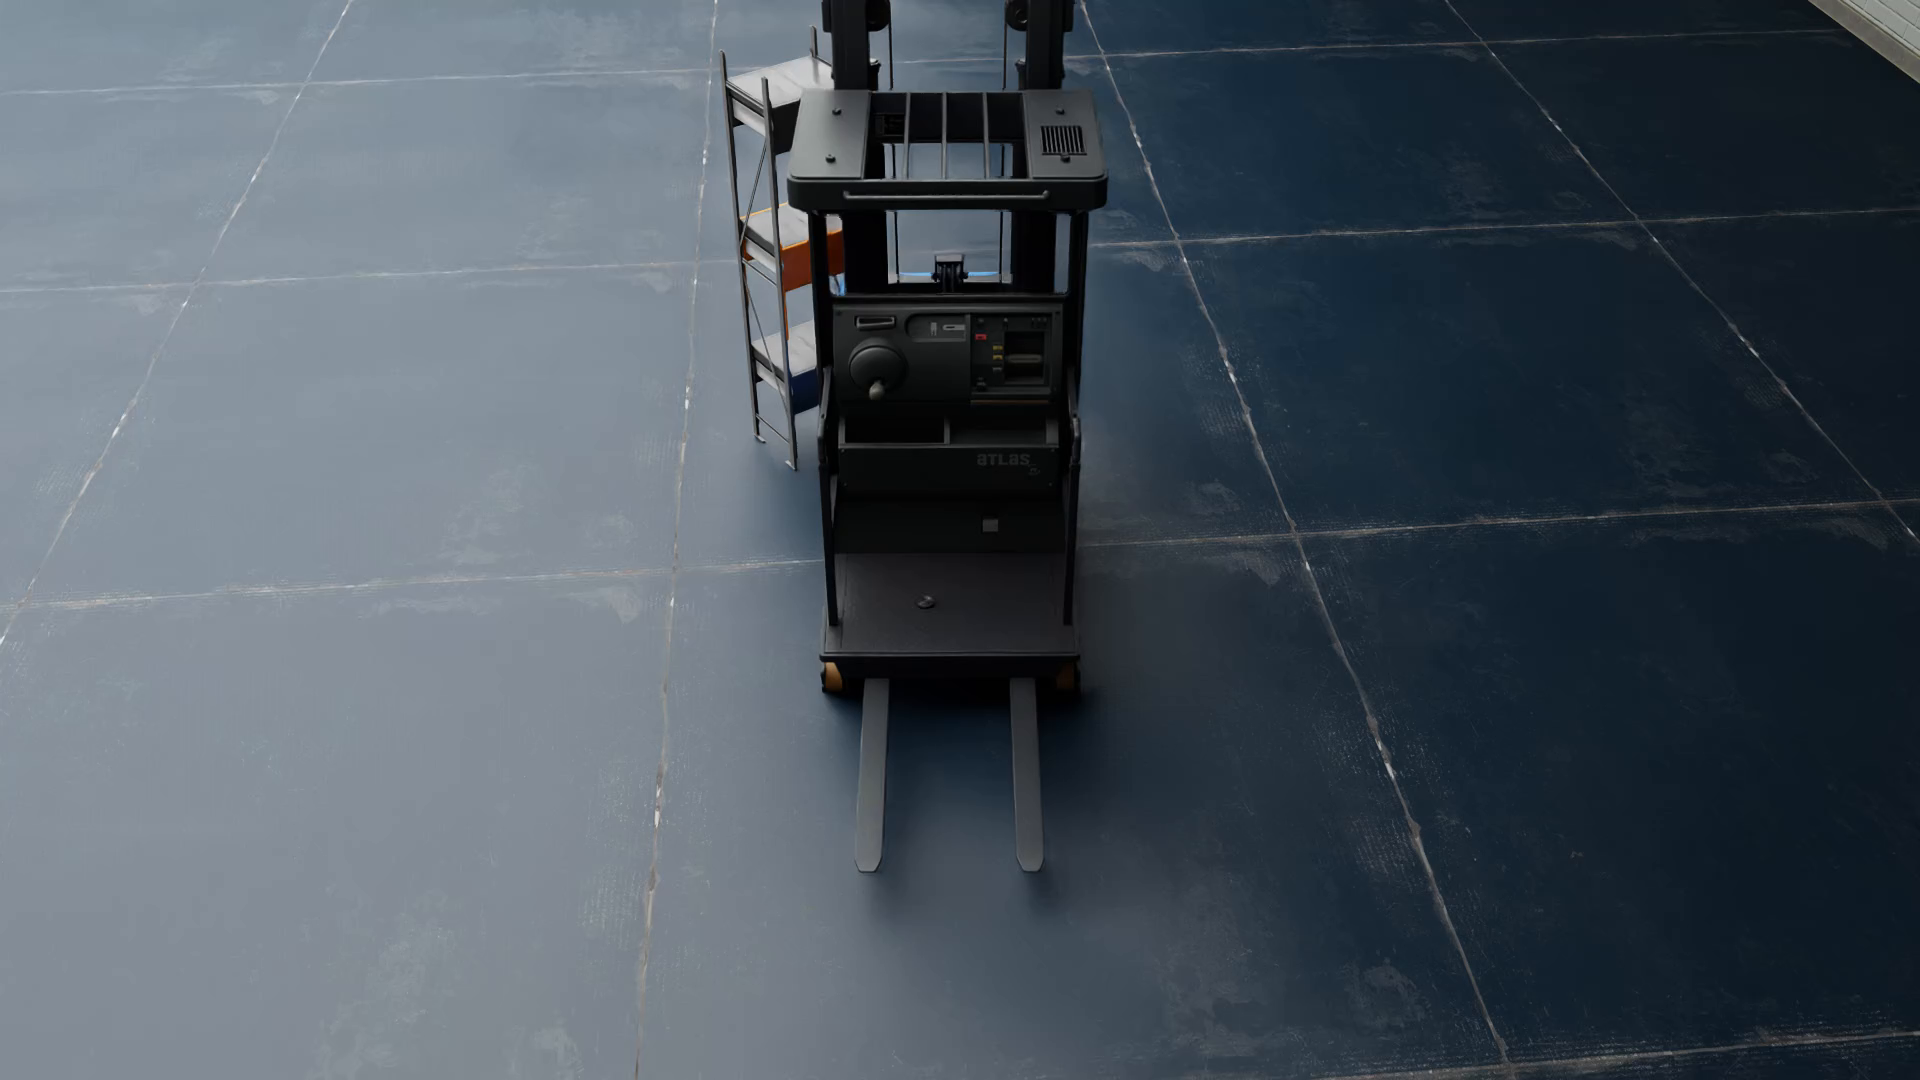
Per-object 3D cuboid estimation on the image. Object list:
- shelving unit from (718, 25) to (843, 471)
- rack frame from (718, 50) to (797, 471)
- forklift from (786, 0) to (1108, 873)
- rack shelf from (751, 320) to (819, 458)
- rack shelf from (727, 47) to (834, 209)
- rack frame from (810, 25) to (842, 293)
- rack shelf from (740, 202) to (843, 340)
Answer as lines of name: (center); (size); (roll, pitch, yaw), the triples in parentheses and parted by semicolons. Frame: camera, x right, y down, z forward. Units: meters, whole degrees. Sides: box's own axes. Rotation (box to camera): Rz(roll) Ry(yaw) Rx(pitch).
shelving unit: (-0.765, -1.370, 8.113); (0.503, 2.100, 0.431); (-25, 45, -28)
rack frame: (-0.960, -1.279, 7.998); (0.015, 2.100, 0.400); (-25, 45, -28)
forklift: (-0.044, -0.685, 6.574); (1.130, 2.935, 3.031); (0, 38, 0)
rack shelf: (-0.765, -0.809, 8.555); (0.480, 0.518, 0.431); (-25, 45, -28)
rack shelf: (-0.765, -1.908, 7.687); (0.480, 0.518, 0.431); (-25, 45, -28)
rack frame: (-0.570, -1.460, 8.227); (0.015, 2.100, 0.400); (-25, 45, -28)
rack shelf: (-0.765, -1.359, 8.121); (0.480, 0.518, 0.431); (-25, 45, -28)
